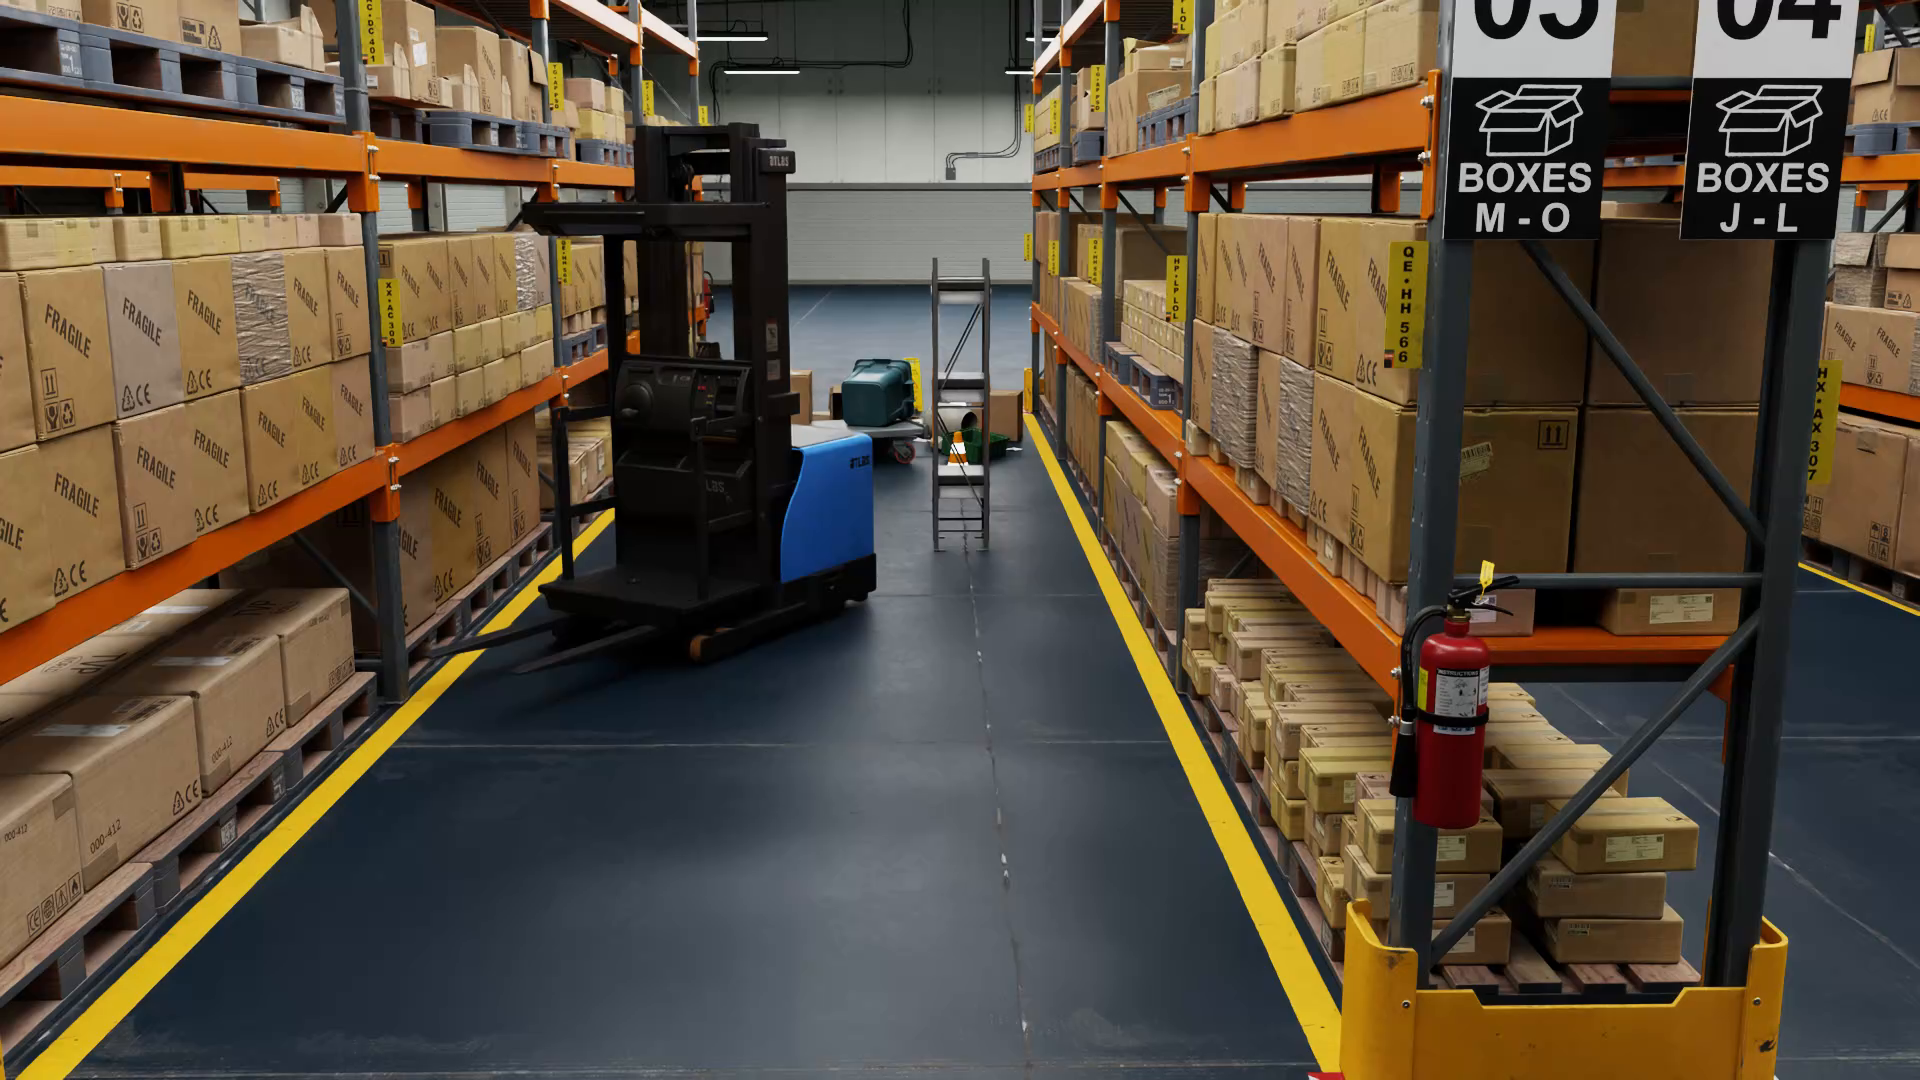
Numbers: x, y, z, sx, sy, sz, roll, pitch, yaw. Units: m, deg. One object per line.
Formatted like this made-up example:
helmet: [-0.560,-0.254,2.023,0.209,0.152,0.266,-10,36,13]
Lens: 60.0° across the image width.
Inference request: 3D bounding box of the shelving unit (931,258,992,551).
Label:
shelving unit: [0.003,-0.996,12.188,0.431,2.100,0.503,0,11,-1]

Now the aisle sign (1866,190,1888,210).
aisle sign: [10.996,-4.372,20.024,0.394,0.787,0.004,0,11,-1]

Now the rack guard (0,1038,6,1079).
rack guard: [-3.238,1.387,4.465,1.175,0.500,0.348,0,11,-1]

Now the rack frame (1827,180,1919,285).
rack frame: [6.504,-1.474,12.279,1.000,3.000,0.127,0,11,-1]

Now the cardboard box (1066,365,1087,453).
cardboard box: [1.563,-1.249,15.773,1.050,0.750,0.750,0,11,-1]

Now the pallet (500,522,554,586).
pallet: [-3.463,0.091,11.582,1.003,0.211,1.213,0,11,-1]

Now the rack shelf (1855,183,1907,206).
rack shelf: [11.332,-3.804,18.032,1.077,0.370,4.000,0,11,-1]

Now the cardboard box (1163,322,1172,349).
cardboard box: [1.397,-1.193,9.722,0.380,0.149,0.250,-1,11,-4]

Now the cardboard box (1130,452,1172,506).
cardboard box: [1.335,-0.381,10.237,0.500,0.250,0.500,-1,11,-4]

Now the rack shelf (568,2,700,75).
rack shelf: [-3.528,-5.212,17.433,1.077,0.370,4.000,0,11,-1]

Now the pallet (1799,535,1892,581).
pallet: [6.445,0.050,11.783,1.003,0.211,1.213,0,11,-1]

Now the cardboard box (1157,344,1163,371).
cardboard box: [1.390,-1.098,10.003,0.380,0.149,0.250,0,11,1]

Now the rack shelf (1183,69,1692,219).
rack shelf: [1.667,-1.398,6.172,1.077,0.370,4.000,0,11,-1]

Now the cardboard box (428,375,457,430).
cardboard box: [-3.078,-0.756,9.118,0.500,0.250,0.500,-1,11,-3]

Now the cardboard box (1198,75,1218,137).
cardboard box: [1.372,-1.982,7.616,0.500,0.250,0.500,0,11,2]

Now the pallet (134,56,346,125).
pallet: [-3.315,-1.902,7.068,1.003,0.211,1.213,0,11,-1]

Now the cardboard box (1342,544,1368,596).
cardboard box: [1.431,0.077,5.268,0.380,0.149,0.250,0,11,-2]

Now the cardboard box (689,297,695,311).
cardboard box: [-3.212,-2.675,18.831,0.380,0.149,0.250,0,11,0]

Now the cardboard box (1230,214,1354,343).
cardboard box: [1.397,-1.069,6.771,0.500,0.500,0.500,0,11,0]

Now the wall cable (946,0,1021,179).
wall cable: [0.715,-14.057,50.663,2.305,6.003,0.169,0,11,-1]

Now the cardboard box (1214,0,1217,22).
cardboard box: [1.390,-2.457,7.696,0.380,0.149,0.250,0,11,-2]

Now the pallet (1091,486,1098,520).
pallet: [1.602,-0.264,13.329,1.003,0.211,1.213,0,11,-1]

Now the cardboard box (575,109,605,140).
cardboard box: [-3.315,-3.513,14.108,0.500,0.250,0.500,0,11,0]

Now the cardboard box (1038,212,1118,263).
cardboard box: [1.326,-3.372,18.541,0.875,0.550,0.550,0,11,-1]

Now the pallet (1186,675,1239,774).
pallet: [1.675,0.822,7.979,1.003,0.211,1.213,0,11,-1]

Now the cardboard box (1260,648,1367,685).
cardboard box: [1.467,0.552,6.910,0.380,0.149,0.250,-1,11,-4]

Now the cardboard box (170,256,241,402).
cardboard box: [-3.011,-0.783,6.106,0.500,0.500,0.500,0,11,-1]

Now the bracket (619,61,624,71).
bracket: [-9.675,-13.447,47.154,0.235,0.232,0.430,0,11,-1]

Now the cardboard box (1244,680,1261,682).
cardboard box: [1.434,0.647,7.191,0.380,0.149,0.250,0,11,1]

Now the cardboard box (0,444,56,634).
cardboard box: [-2.961,0.012,4.706,0.500,0.500,0.500,0,11,-2]

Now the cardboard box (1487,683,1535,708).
cardboard box: [1.990,0.649,6.431,0.380,0.149,0.250,0,11,0]

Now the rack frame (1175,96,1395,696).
rack frame: [1.626,-0.678,8.359,1.000,3.000,0.127,0,11,-1]

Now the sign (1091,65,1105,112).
sign: [0.988,-3.235,11.917,0.100,0.325,0.005,0,11,-1]

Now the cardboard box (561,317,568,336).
cardboard box: [-3.197,-1.637,12.662,0.380,0.149,0.250,-1,12,-5]

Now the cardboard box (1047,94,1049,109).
cardboard box: [1.109,-4.583,17.382,0.380,0.149,0.250,0,11,-2]

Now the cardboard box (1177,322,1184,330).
cardboard box: [1.413,-1.236,9.189,0.380,0.149,0.250,-1,11,-3]

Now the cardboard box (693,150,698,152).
cardboard box: [-3.289,-4.465,19.109,0.500,0.250,0.500,0,11,-2]

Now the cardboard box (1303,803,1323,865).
cardboard box: [1.445,1.052,5.945,0.380,0.149,0.250,0,11,-1]

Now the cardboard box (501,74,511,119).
cardboard box: [-3.025,-2.771,10.410,0.396,0.266,0.258,-1,11,-3]

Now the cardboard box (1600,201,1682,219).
cardboard box: [6.298,-2.610,15.316,1.000,1.000,1.000,0,11,-1]

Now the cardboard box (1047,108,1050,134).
cardboard box: [1.175,-4.363,17.295,0.500,0.250,0.500,0,11,-2]

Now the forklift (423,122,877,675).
forklift: [-1.707,-0.852,9.389,1.130,2.935,3.031,7,13,29]

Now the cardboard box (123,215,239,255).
cardboard box: [-3.033,-1.181,6.436,0.380,0.149,0.250,0,11,-2]

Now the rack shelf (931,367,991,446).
rack shelf: [0.003,-0.983,12.191,0.431,0.518,0.480,0,11,-1]

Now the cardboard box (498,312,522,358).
cardboard box: [-3.094,-1.306,10.571,0.500,0.250,0.500,-1,11,-3]

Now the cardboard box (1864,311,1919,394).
cardboard box: [6.269,-1.221,10.781,0.500,0.500,0.500,0,11,-2]

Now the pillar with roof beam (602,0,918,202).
pillar with roof beam: [-5.734,-11.781,47.998,9.100,9.000,0.548,0,11,-1]

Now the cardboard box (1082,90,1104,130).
cardboard box: [1.222,-3.361,12.955,0.500,0.311,0.500,0,11,-1]

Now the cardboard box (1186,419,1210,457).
cardboard box: [1.305,-0.498,8.100,0.380,0.149,0.250,0,11,1]

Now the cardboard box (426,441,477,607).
cardboard box: [-3.440,-0.105,9.820,0.875,0.875,0.875,0,11,0]

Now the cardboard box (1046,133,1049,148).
cardboard box: [1.105,-4.195,17.471,0.380,0.149,0.250,0,11,-2]

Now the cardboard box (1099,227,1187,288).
cardboard box: [1.519,-2.304,13.607,0.700,0.500,0.500,0,11,-2]

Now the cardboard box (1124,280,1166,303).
cardboard box: [1.359,-1.754,11.741,0.380,0.149,0.250,0,11,-1]

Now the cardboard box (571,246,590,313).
cardboard box: [-3.199,-2.028,12.954,0.500,0.500,0.500,0,11,2]

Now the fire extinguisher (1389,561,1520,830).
fire extinguisher: [1.252,0.389,4.228,0.296,0.674,0.183,0,11,-1]
